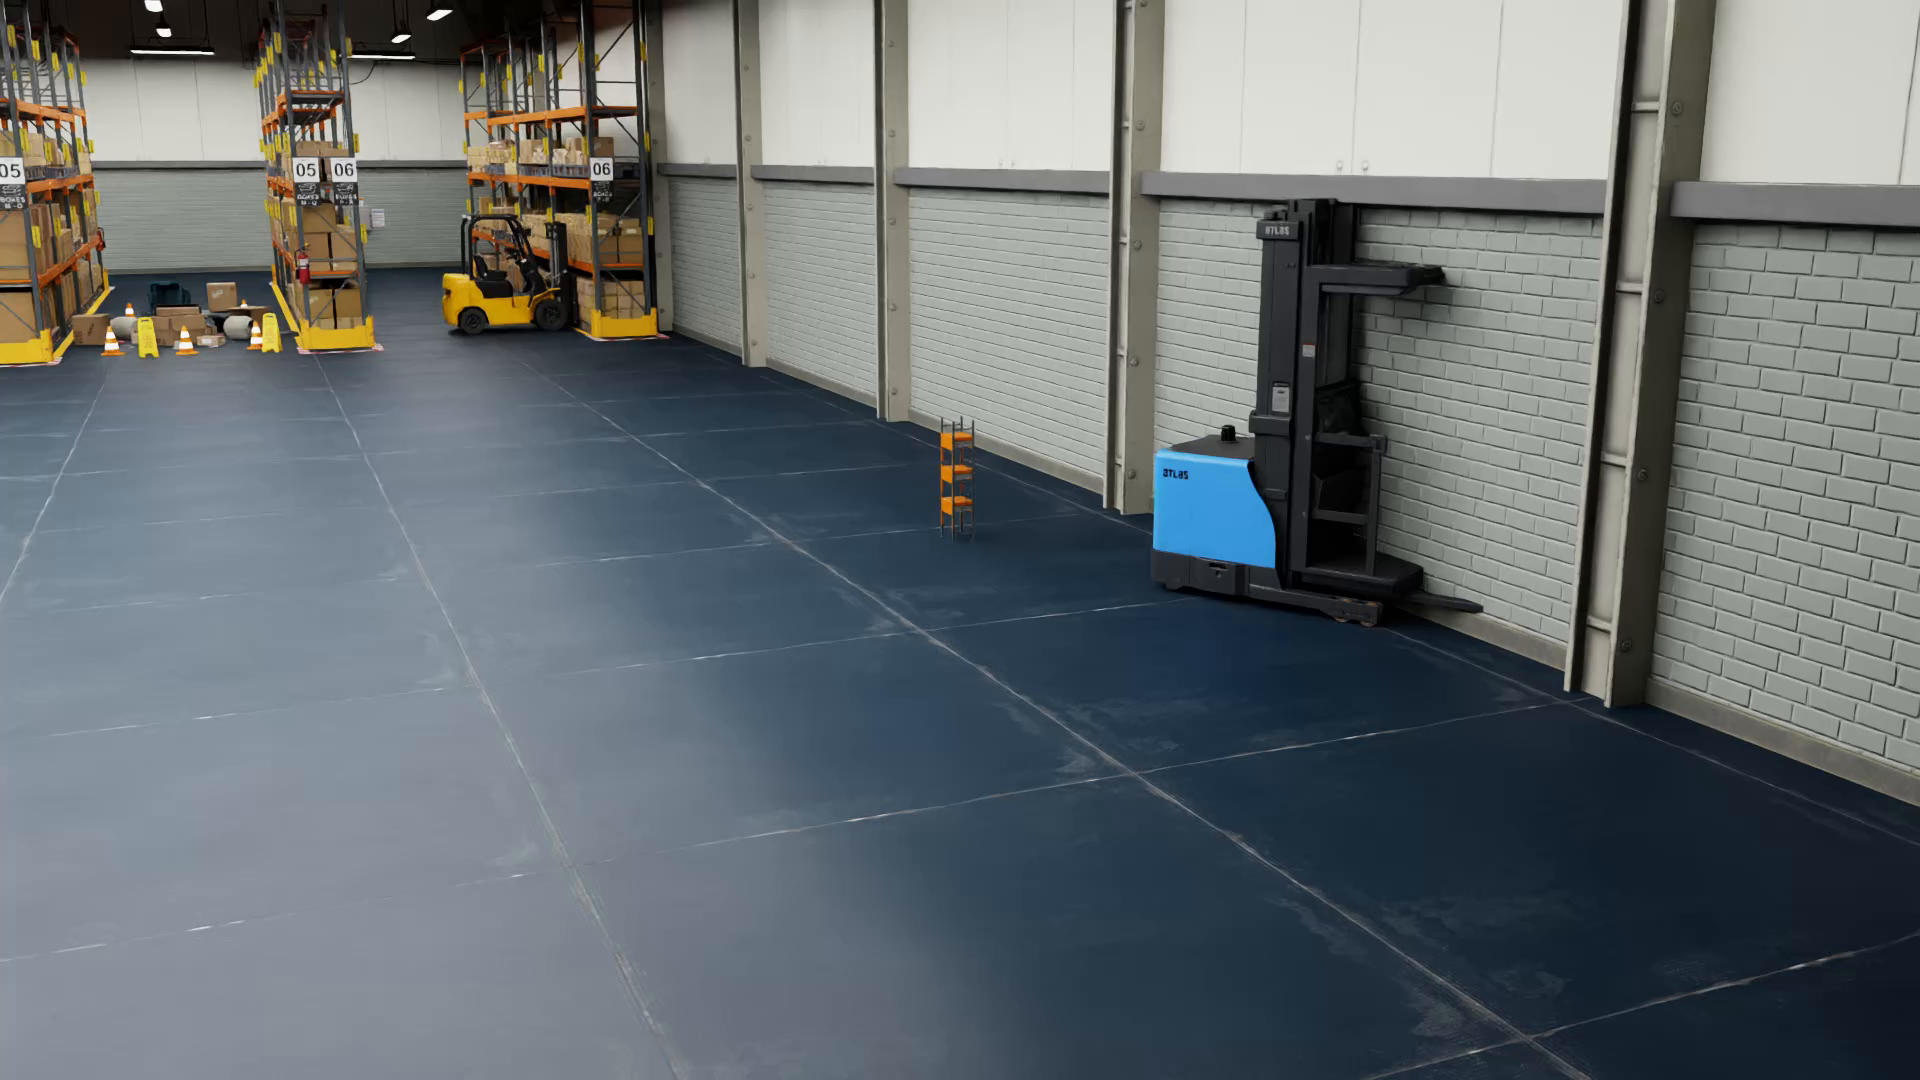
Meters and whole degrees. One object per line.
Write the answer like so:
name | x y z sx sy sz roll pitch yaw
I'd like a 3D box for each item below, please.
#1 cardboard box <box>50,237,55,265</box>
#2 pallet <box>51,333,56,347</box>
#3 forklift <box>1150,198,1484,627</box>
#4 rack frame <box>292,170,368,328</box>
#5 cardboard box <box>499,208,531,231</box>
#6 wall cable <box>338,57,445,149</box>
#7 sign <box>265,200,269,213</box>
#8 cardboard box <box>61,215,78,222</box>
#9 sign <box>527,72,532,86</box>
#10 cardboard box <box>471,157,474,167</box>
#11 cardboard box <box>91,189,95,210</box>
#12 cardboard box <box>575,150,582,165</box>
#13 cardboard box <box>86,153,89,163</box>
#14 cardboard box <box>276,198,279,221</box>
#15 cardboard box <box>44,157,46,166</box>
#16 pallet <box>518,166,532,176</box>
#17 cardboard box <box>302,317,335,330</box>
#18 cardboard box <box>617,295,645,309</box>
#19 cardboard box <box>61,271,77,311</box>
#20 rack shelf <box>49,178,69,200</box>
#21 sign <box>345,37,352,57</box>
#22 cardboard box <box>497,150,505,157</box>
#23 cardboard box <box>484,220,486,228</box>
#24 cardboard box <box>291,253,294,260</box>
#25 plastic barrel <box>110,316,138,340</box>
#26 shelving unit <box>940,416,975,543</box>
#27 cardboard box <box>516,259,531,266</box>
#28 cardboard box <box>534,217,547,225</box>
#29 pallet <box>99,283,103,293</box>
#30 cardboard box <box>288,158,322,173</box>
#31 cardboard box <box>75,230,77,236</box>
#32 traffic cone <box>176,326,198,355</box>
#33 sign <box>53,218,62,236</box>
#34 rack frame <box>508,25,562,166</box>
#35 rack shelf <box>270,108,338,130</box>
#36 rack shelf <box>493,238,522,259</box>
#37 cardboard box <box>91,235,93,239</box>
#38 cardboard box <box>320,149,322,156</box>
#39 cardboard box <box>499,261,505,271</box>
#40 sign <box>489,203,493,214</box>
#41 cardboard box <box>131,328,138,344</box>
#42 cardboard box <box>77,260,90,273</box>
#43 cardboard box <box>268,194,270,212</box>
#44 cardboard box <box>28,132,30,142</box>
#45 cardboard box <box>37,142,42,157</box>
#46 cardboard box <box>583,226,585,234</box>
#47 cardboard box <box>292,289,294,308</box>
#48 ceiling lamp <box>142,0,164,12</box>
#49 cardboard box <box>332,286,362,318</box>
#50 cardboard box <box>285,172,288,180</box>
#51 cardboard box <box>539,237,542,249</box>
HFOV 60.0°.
cardboard box | -16.673 -5.146 29.618 0.875 0.550 0.550 -6 14 -23
pallet | -16.106 -3.373 28.474 1.003 0.211 1.213 -6 14 -23
forklift | 2.956 -0.953 11.986 3.031 2.935 1.130 9 16 34
rack frame | -10.734 -4.789 28.411 1.000 3.000 0.127 -6 14 -23
cardboard box | -10.484 -7.582 39.323 0.700 0.500 0.500 -6 14 -23
wall cable | -16.422 -12.497 48.325 2.988 3.039 0.133 -6 14 -23
sign | -17.654 -8.506 42.376 0.100 0.325 0.005 -6 14 -23
cardboard box | -19.588 -7.052 36.493 0.380 0.149 0.250 -6 14 -25
sign | -10.488 -11.224 40.485 0.100 0.325 0.005 -6 14 -23
cardboard box | -12.447 -9.858 43.331 0.500 0.250 0.500 -5 14 -22
cardboard box | -21.227 -8.236 40.203 0.500 0.500 0.500 -6 14 -24
cardboard box | -6.899 -7.084 30.817 0.396 0.266 0.258 -6 14 -23
cardboard box | -21.015 -9.081 39.526 0.500 0.250 0.500 -6 14 -24
cardboard box | -14.987 -7.375 37.143 0.500 0.500 0.500 -6 14 -24
cardboard box | -16.392 -6.694 29.391 0.380 0.149 0.250 -6 14 -23
pallet | -9.038 -8.128 36.605 1.213 0.211 1.003 -5 14 -20
cardboard box | -11.314 -3.802 29.312 0.500 0.250 0.500 -6 14 -23
cardboard box | -6.186 -4.463 31.058 0.500 0.250 0.500 -5 14 -22
cardboard box | -18.272 -4.949 33.158 1.050 0.750 0.750 -6 14 -24
rack shelf | -17.633 -6.672 31.488 1.077 0.370 4.000 -6 14 -23
sign | -10.237 -8.255 27.832 0.100 0.325 0.005 -6 14 -23
cardboard box | -10.606 -9.041 38.872 0.380 0.149 0.250 -6 14 -23
cardboard box | -11.824 -8.079 42.298 0.500 0.250 0.500 -6 14 -23
cardboard box | -12.504 -5.399 31.604 0.380 0.149 0.250 -6 14 -23
plastic barrel | -14.971 -3.797 29.836 0.512 0.421 0.421 4 14 16
shelving unit | -0.021 -0.523 14.299 0.215 1.050 0.252 -6 14 -23
cardboard box | -10.189 -6.495 38.956 0.380 0.149 0.250 -6 14 -24
cardboard box | -8.846 -6.789 35.391 0.380 0.149 0.250 -6 14 -24
pallet | -21.315 -6.082 40.179 1.003 0.211 1.213 -6 14 -23
cardboard box | -11.186 -6.404 28.408 0.500 0.250 0.500 -6 14 -24
cardboard box | -19.276 -6.605 35.880 0.380 0.149 0.250 -6 14 -25
traffic cone | -12.969 -3.355 27.841 0.336 0.463 0.334 -6 14 -23
sign | -16.323 -5.659 30.071 0.100 0.325 0.005 -6 14 -23
rack frame | -9.392 -9.814 36.816 1.000 3.000 0.127 -6 14 -23
rack shelf | -13.137 -8.406 33.217 1.077 0.370 4.000 -6 14 -23
rack shelf | -10.193 -6.954 39.359 1.077 0.370 4.000 -6 14 -23
cardboard box | -20.867 -7.250 39.599 0.380 0.149 0.250 -6 14 -25
cardboard box | -10.805 -6.659 28.627 0.380 0.149 0.250 -6 14 -23
cardboard box | -11.007 -6.584 40.778 0.500 0.500 0.500 -5 14 -21
sign | -11.489 -8.089 40.747 0.100 0.325 0.005 -6 14 -23
cardboard box | -14.455 -3.627 29.452 0.396 0.266 0.258 -3 13 -13
cardboard box | -19.506 -6.022 36.685 0.500 0.250 0.500 -6 14 -24
cardboard box | -16.999 -8.400 41.571 0.500 0.500 0.500 -6 14 -24
cardboard box | -15.478 -6.610 27.260 0.380 0.149 0.250 -6 14 -24
cardboard box | -16.197 -6.751 28.755 0.500 0.250 0.500 -6 14 -23
cardboard box | -6.849 -5.811 31.165 0.380 0.149 0.250 -6 14 -23
cardboard box | -13.120 -4.940 33.958 0.950 0.372 0.625 -5 14 -21
ceiling lamp | -14.284 -11.157 29.674 0.800 3.185 2.000 -6 14 -23
cardboard box | -10.814 -4.216 29.438 0.500 0.500 0.500 -6 14 -25
cardboard box | -12.000 -6.594 30.113 0.380 0.149 0.250 -6 14 -24
cardboard box | -8.609 -6.281 35.189 0.500 0.250 0.500 -6 14 -23
